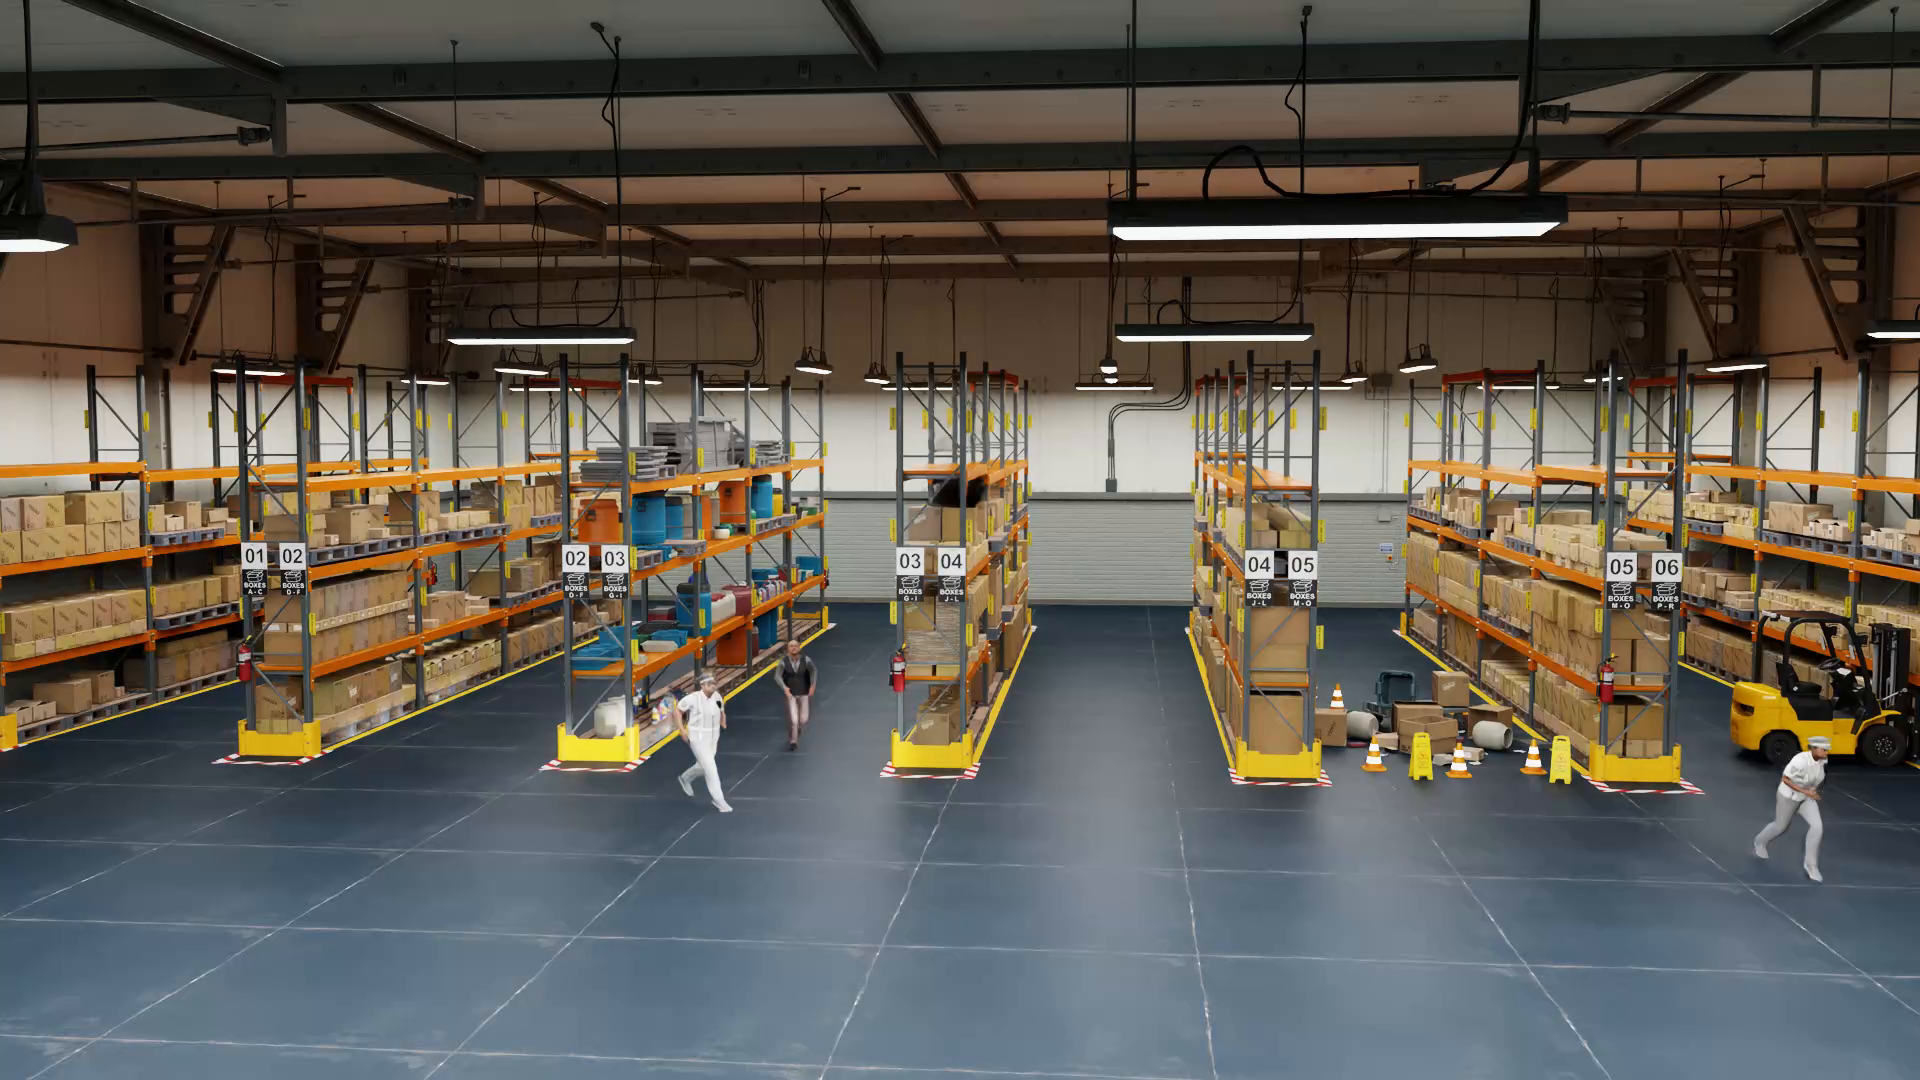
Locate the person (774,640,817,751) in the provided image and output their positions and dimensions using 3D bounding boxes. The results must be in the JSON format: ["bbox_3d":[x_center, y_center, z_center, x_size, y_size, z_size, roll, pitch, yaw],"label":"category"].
[{"bbox_3d":[-2.503,2.333,25.400,0.674,1.626,0.653,-1,4,-12],"label":"person"}]

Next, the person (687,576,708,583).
[{"bbox_3d":[-6.196,1.411,39.351,0.560,1.631,0.778,0,4,3],"label":"person"}]

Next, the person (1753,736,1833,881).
[{"bbox_3d":[9.291,2.922,18.556,0.617,1.622,0.987,-2,4,-20],"label":"person"}]

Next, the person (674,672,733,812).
[{"bbox_3d":[-3.348,2.588,21.611,1.033,1.791,0.669,3,5,40],"label":"person"}]
